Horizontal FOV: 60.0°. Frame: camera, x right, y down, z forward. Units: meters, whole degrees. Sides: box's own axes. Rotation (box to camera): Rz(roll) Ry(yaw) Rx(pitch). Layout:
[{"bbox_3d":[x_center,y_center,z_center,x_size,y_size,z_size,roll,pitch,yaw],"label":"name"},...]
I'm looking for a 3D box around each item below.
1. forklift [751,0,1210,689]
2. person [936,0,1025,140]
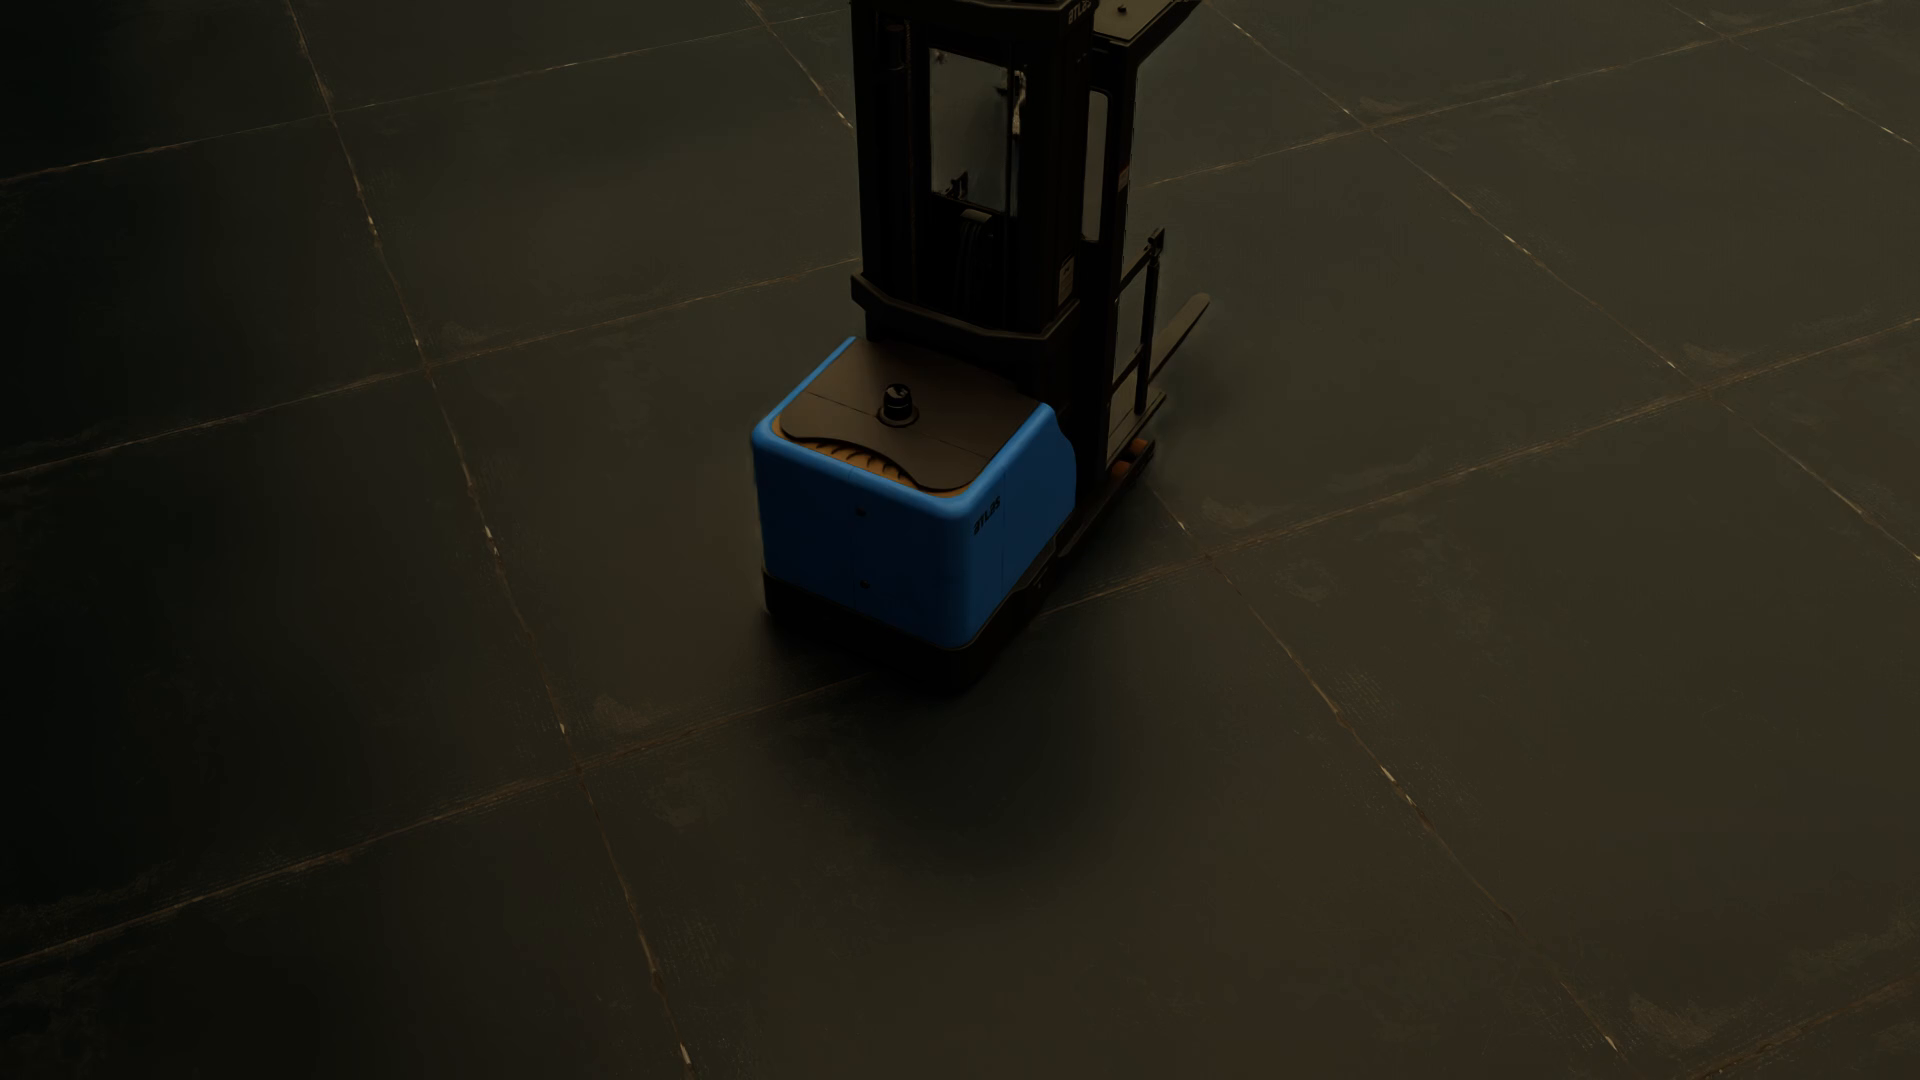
[{"bbox_3d":[0.301,-1.434,7.217,1.130,2.935,3.031,21,47,21],"label":"forklift"},{"bbox_3d":[0.217,-3.231,10.206,0.857,1.501,0.993,-7,43,-7],"label":"person"}]
